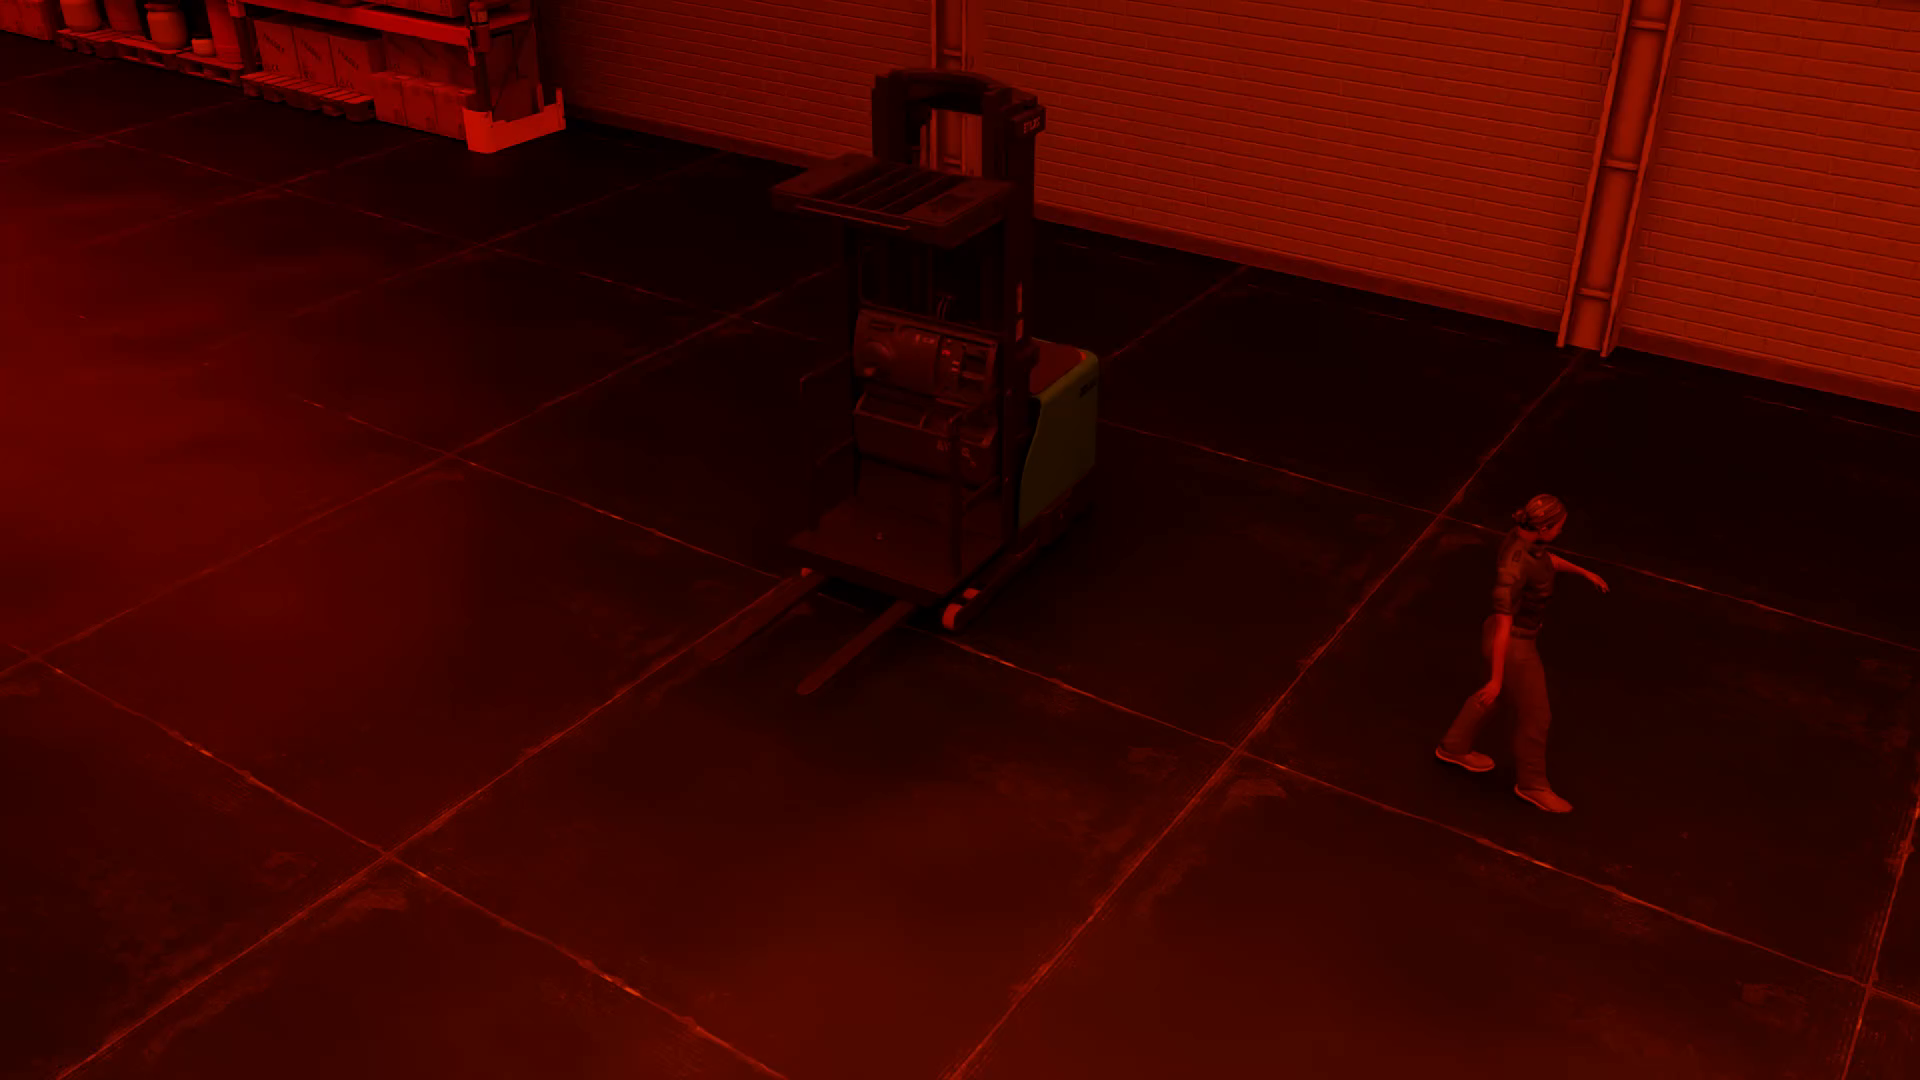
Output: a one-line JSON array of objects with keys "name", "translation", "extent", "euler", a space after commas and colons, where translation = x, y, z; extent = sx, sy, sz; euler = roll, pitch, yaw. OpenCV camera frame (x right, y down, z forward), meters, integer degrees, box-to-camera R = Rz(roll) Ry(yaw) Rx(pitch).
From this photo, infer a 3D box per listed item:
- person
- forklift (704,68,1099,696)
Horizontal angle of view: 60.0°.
[{"name": "person", "translation": [2.733, 0.541, 7.981], "extent": [0.688, 1.653, 0.912], "euler": [10, 32, 17]}, {"name": "forklift", "translation": [-0.310, -1.002, 9.307], "extent": [1.130, 2.935, 3.031], "euler": [17, 34, 27]}]
